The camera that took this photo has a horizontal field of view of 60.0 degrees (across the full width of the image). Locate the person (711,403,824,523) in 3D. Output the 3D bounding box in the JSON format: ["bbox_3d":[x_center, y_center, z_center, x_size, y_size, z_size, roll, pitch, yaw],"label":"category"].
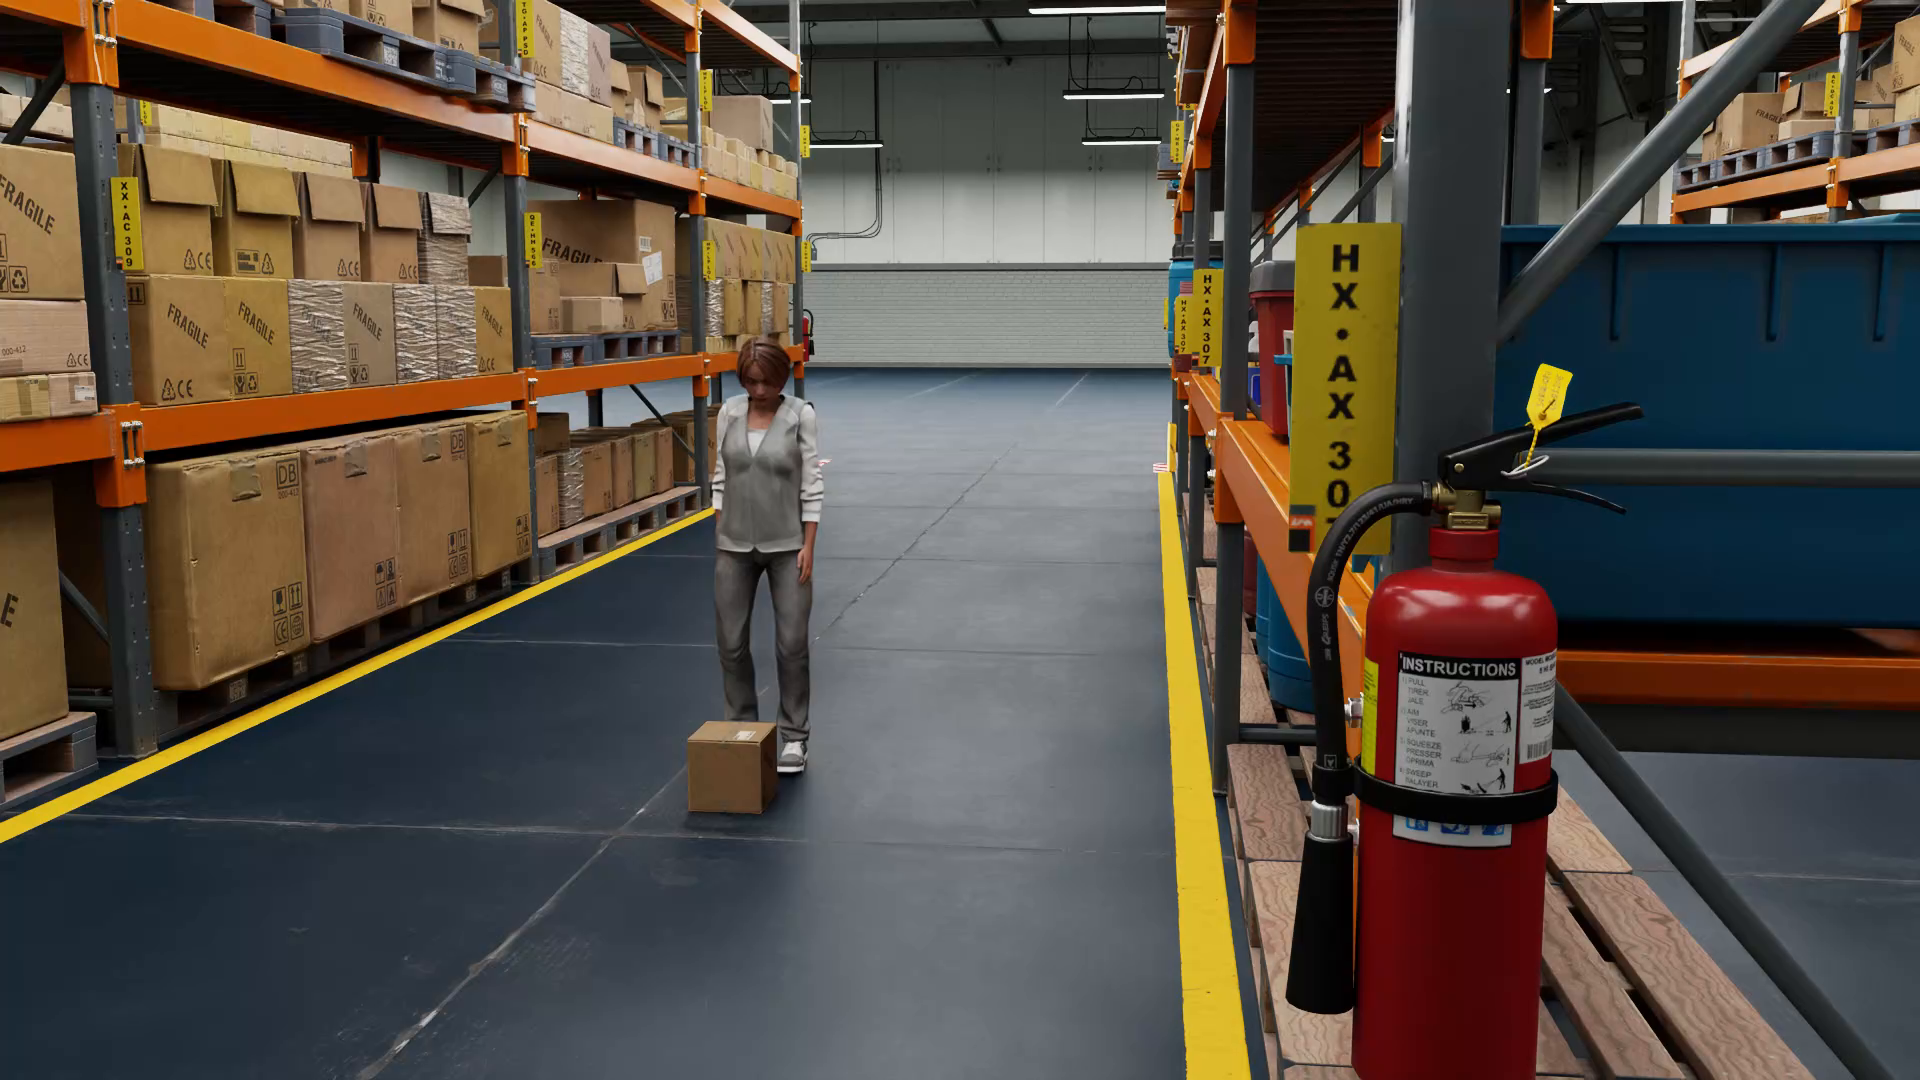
[{"bbox_3d":[-0.690,-0.222,6.010,0.415,0.561,0.280,1,8,7],"label":"person"}]
